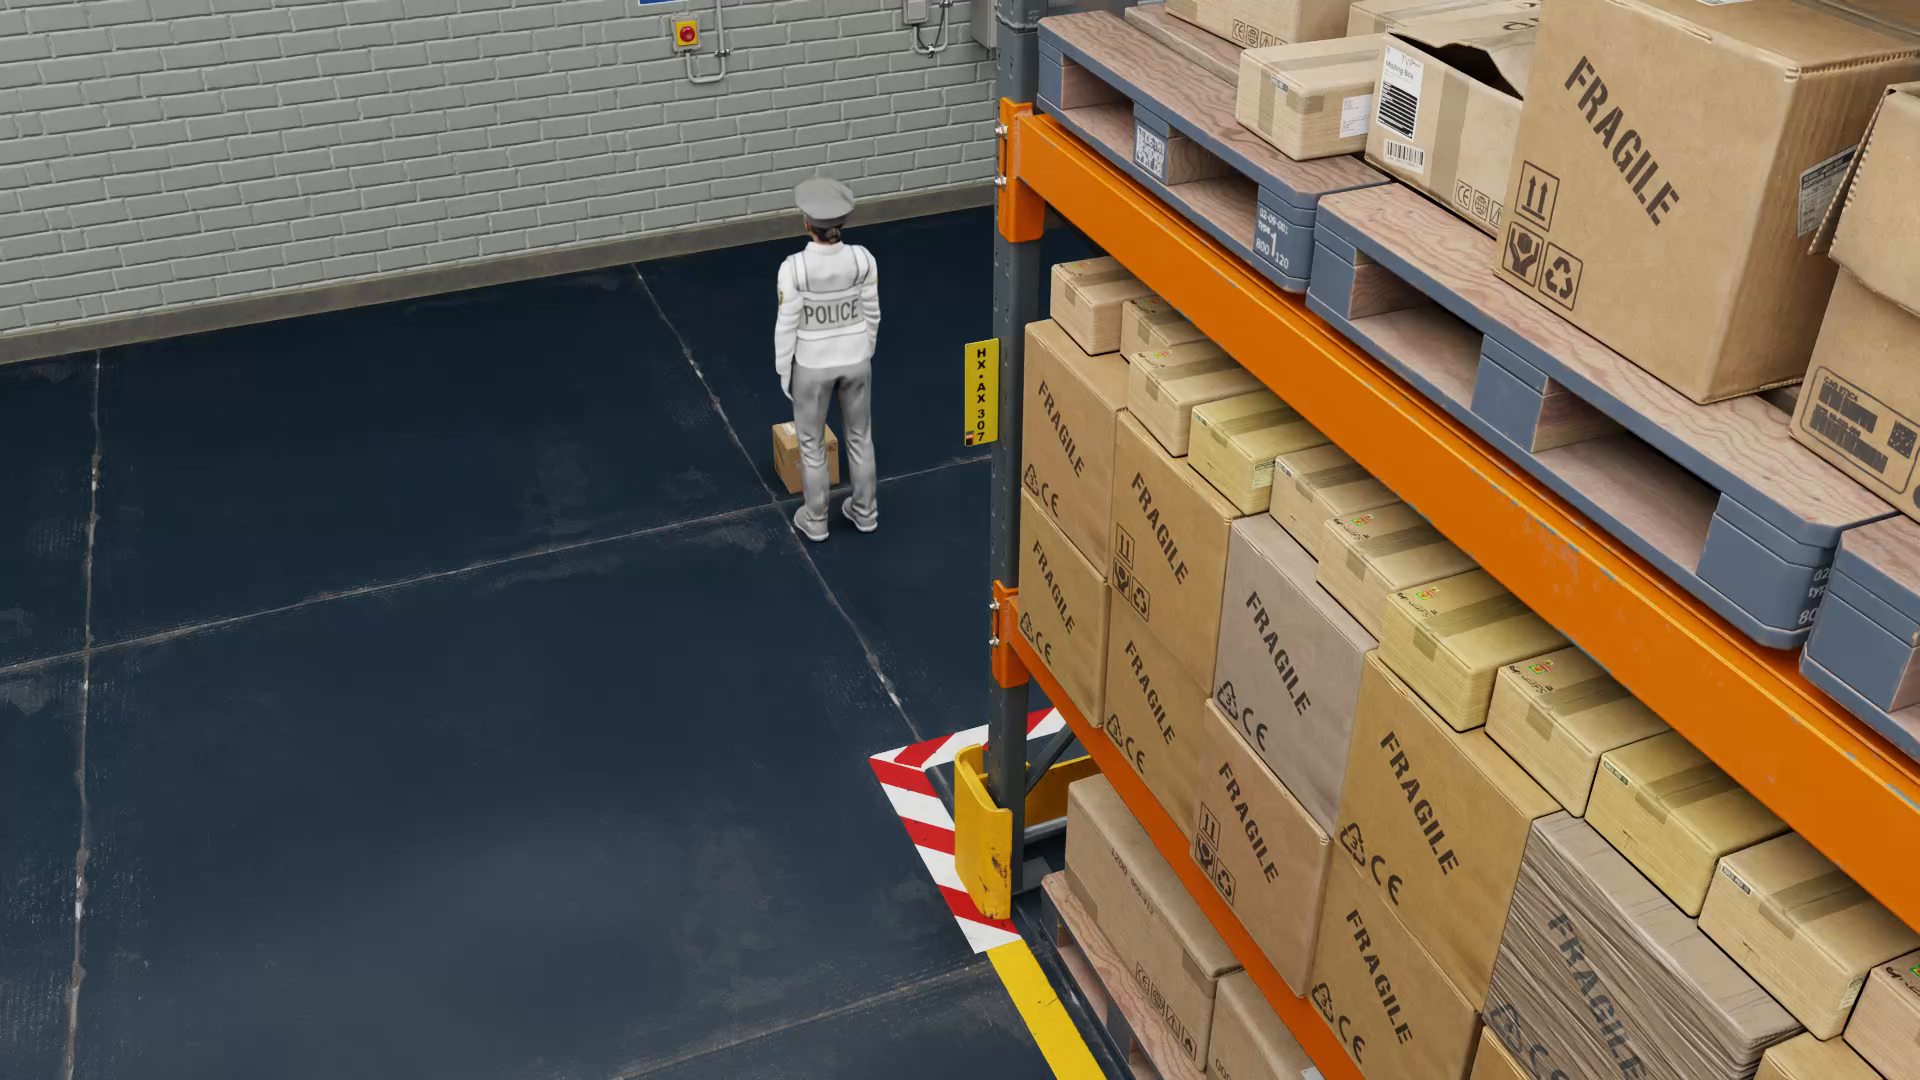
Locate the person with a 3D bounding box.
[{"bbox_3d":[-0.576,-0.765,7.270,0.472,1.690,0.347,-12,36,-18],"label":"person"}]
